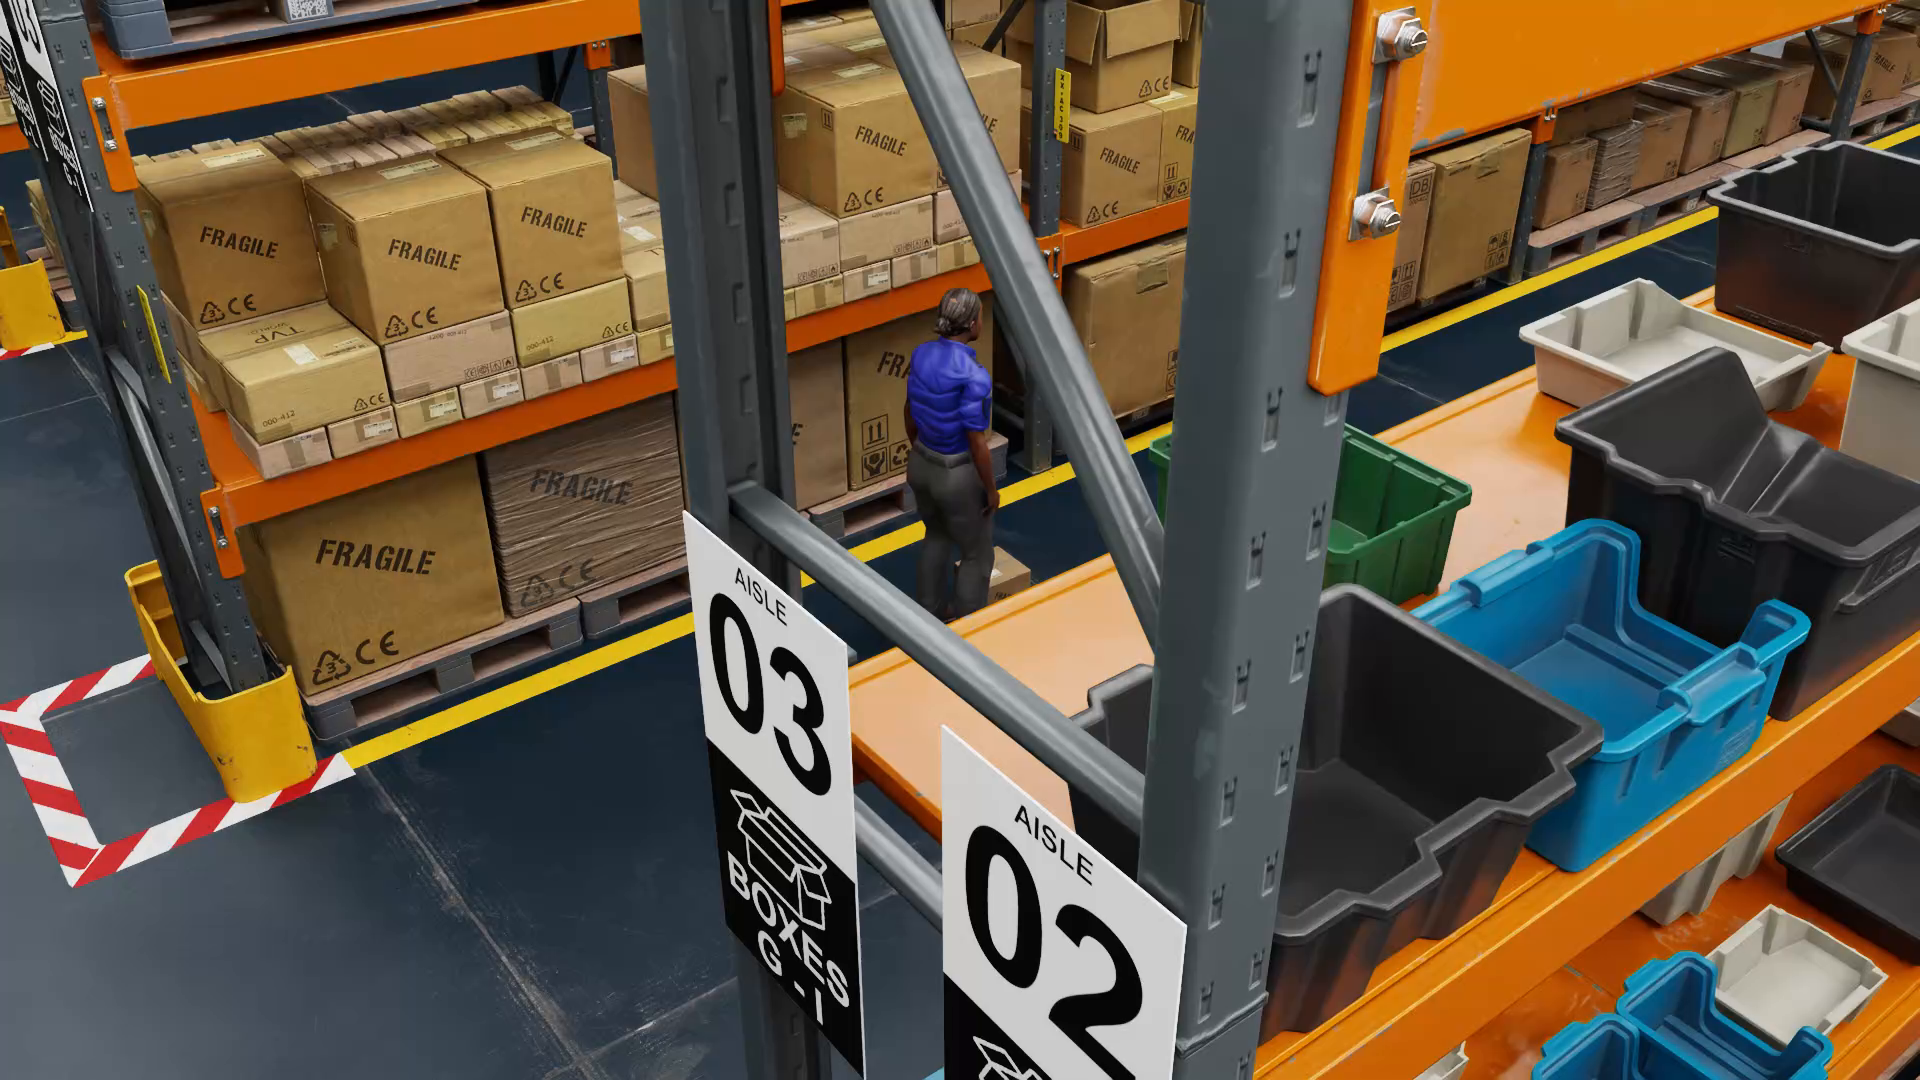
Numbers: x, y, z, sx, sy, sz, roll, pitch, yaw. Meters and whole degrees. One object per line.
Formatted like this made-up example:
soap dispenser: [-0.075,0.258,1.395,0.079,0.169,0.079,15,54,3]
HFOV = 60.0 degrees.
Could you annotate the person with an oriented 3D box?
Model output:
person: [-0.016,-0.277,7.079,0.351,1.654,0.521,-25,40,-34]
